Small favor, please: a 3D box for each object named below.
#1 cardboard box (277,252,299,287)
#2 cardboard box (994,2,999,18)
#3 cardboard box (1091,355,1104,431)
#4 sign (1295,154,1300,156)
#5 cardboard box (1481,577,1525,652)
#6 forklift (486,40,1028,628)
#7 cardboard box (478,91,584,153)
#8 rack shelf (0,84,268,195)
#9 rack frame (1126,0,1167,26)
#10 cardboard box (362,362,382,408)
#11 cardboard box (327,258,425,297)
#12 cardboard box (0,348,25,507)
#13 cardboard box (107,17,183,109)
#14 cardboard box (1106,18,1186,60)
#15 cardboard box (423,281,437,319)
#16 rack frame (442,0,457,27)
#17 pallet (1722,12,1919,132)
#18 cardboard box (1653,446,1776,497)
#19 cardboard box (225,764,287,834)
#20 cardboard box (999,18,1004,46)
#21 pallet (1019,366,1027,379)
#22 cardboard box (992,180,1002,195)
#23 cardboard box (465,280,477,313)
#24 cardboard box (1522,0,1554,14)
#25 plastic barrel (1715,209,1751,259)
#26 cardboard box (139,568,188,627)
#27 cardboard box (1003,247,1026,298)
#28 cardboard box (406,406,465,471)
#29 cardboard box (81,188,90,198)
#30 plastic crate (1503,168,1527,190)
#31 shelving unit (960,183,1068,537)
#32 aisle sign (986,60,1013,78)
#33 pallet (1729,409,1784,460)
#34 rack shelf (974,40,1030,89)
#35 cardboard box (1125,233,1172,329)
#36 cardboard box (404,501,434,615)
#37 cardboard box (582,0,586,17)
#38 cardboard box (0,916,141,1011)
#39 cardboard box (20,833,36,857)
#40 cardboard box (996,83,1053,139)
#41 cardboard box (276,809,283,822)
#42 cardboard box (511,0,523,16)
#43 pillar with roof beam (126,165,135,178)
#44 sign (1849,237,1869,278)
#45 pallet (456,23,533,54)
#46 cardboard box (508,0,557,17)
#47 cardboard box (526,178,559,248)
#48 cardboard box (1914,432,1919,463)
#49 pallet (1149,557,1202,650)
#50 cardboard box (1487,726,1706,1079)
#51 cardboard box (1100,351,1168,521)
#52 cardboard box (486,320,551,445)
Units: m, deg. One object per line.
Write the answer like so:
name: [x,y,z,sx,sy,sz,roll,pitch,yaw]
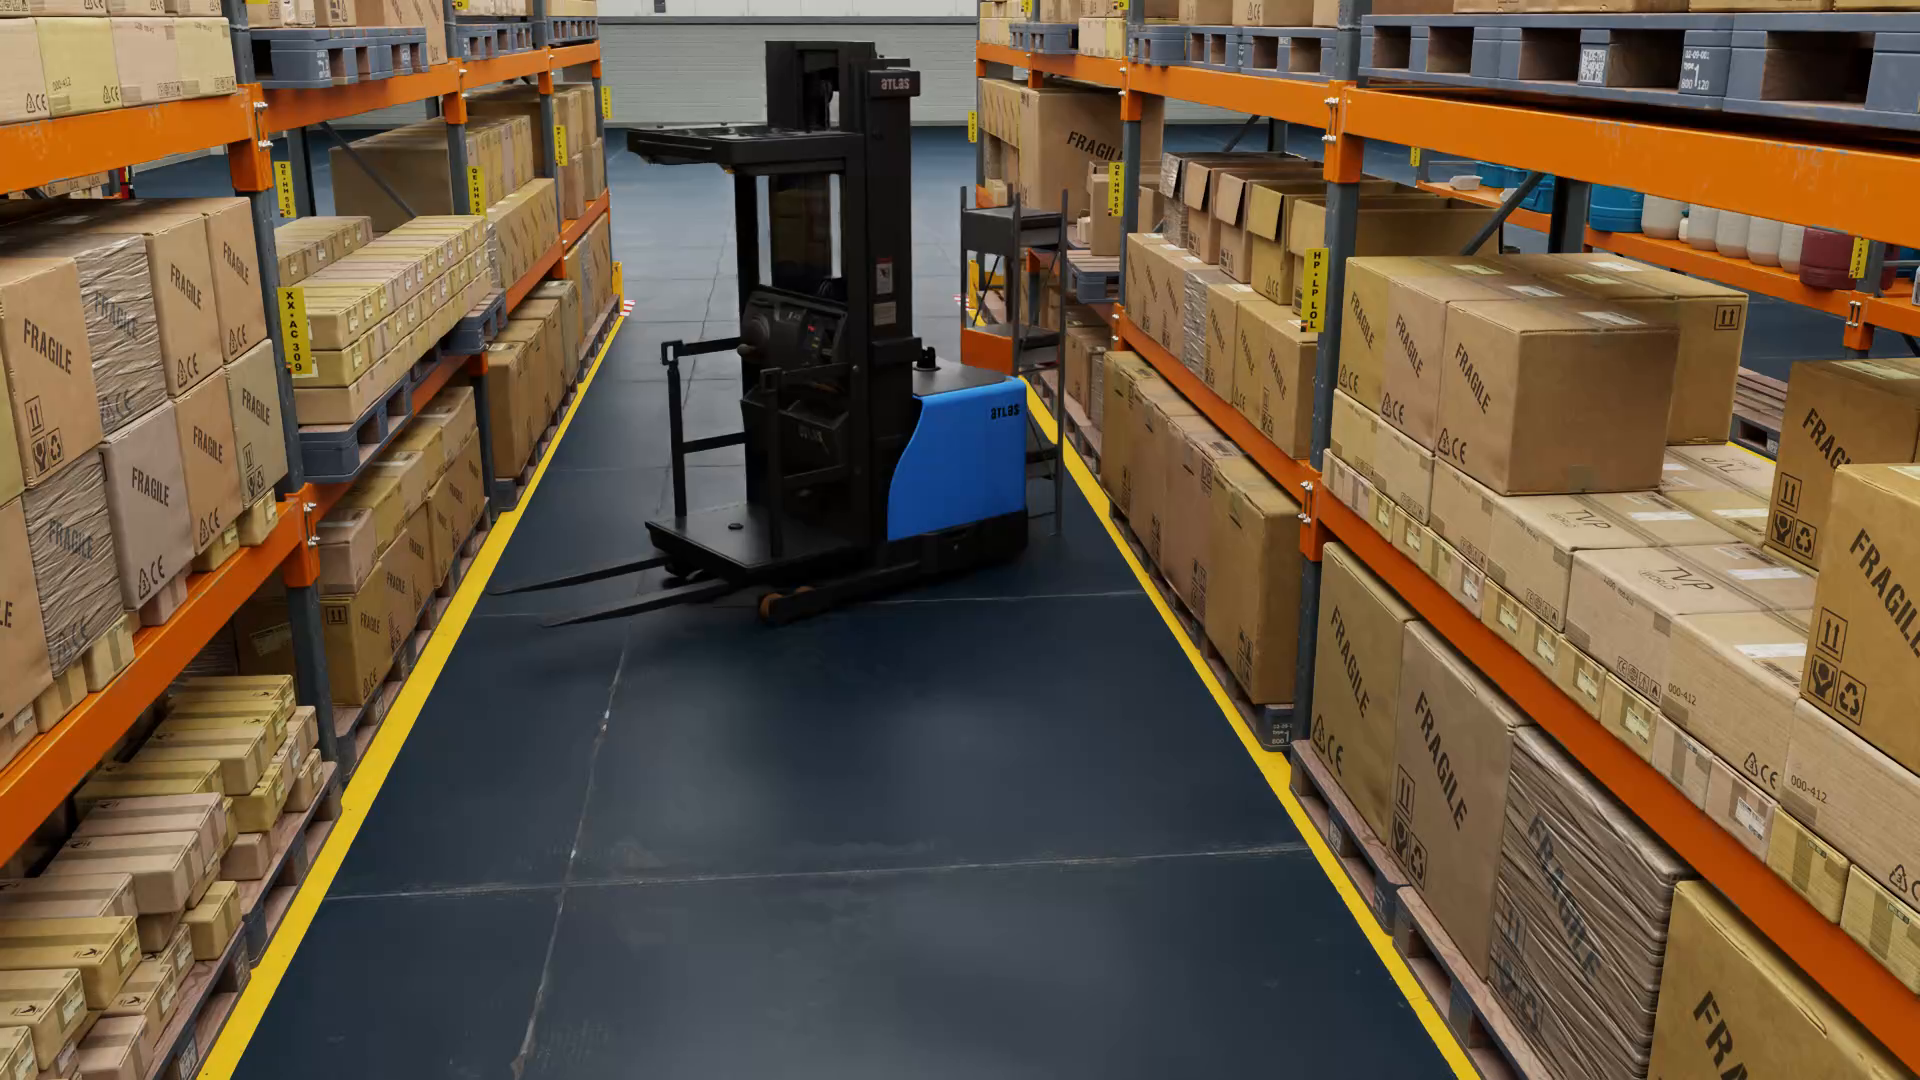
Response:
cardboard box: [-3.425,-1.296,8.022,0.380,0.149,0.250,-2,18,-6]
cardboard box: [0.535,-5.201,16.312,0.380,0.149,0.250,-2,18,-6]
cardboard box: [1.346,-1.045,11.938,0.700,0.500,0.500,-3,18,-10]
sign: [2.056,-2.235,10.354,0.100,0.325,0.005,-2,18,-6]
cardboard box: [1.779,0.210,4.919,0.380,0.149,0.250,-2,18,-7]
forklift: [-1.062,-1.128,8.875,3.031,2.935,1.130,-14,22,-37]
cardboard box: [-4.010,-3.914,15.582,0.875,0.550,0.500,-2,18,-6]
rack shelf: [-2.821,-0.841,4.042,1.077,0.370,4.000,-2,18,-6]
rack frame: [1.505,-4.526,9.572,1.000,3.000,0.127,-2,18,-6]
cardboard box: [-2.644,-0.644,6.938,0.380,0.149,0.250,-2,17,-5]
cardboard box: [-2.744,-1.230,7.814,0.380,0.149,0.250,-1,17,-4]
cardboard box: [-2.486,-0.272,3.703,0.500,0.500,0.500,-2,18,-7]
cardboard box: [-2.668,-1.422,4.941,0.500,0.250,0.500,-2,18,-6]
cardboard box: [1.212,-3.158,10.470,0.500,0.250,0.500,-2,18,-6]
cardboard box: [-2.773,-1.169,8.115,0.380,0.149,0.250,-2,18,-7]
rack frame: [-3.439,-4.403,9.179,1.000,3.000,0.127,-2,18,-6]
pallet: [2.243,-0.890,3.145,1.003,0.211,1.213,-2,18,-6]
cardboard box: [2.332,-0.113,5.284,0.500,0.250,0.500,-1,17,-5]
cardboard box: [-2.593,0.912,5.826,0.380,0.149,0.250,-2,18,-8]
cardboard box: [0.637,-4.800,15.700,0.500,0.250,0.500,-1,17,-4]
pallet: [0.988,-1.725,15.318,1.003,0.211,1.213,-2,18,-6]
cardboard box: [0.536,-3.612,17.093,0.380,0.149,0.250,-2,18,-6]
cardboard box: [-2.880,-1.338,9.150,0.380,0.149,0.250,-1,17,-5]
cardboard box: [2.109,-1.808,4.884,0.700,0.500,0.500,-1,17,-3]
plastic barrel: [6.019,-2.434,12.697,0.433,0.535,0.433,0,17,0]
cardboard box: [-2.602,0.161,5.076,0.380,0.149,0.250,-3,18,-8]
cardboard box: [0.727,-2.869,17.779,0.500,0.500,0.500,1,17,5]
cardboard box: [-3.045,-0.561,9.176,0.500,0.250,0.500,-2,17,-5]
cardboard box: [-8.785,-3.368,16.316,0.380,0.149,0.250,-2,18,-7]
plastic crate: [6.017,-3.796,17.509,0.499,0.251,0.408,-2,18,-6]
shelving unit: [0.315,-1.060,10.048,0.431,2.100,0.503,-14,22,-37]
aisle sign: [0.375,-5.297,17.702,0.394,0.787,0.004,-2,18,-6]
pallet: [6.390,-0.719,12.114,1.003,0.211,1.213,-2,18,-6]
rack shelf: [0.886,-4.540,15.823,1.077,0.370,4.000,-2,18,-6]
cardboard box: [1.284,-1.559,9.967,0.500,0.500,0.500,-1,17,-4]
cardboard box: [-2.963,0.101,8.319,0.500,0.500,0.500,-1,17,-5]
cardboard box: [-3.788,-5.092,15.932,0.380,0.149,0.250,-2,18,-6]
cardboard box: [-2.486,1.160,4.539,0.380,0.149,0.250,-2,17,-5]
cardboard box: [-3.158,0.949,5.212,0.380,0.149,0.250,-1,17,-4]
cardboard box: [0.620,-4.095,15.881,0.500,0.500,0.500,-2,18,-6]
cardboard box: [-2.704,0.997,6.053,0.380,0.149,0.250,-1,17,-4]
cardboard box: [-3.506,-3.979,12.219,0.500,0.250,0.500,-2,18,-6]
pillar with roof beam: [-12.514,-11.710,32.452,9.100,9.000,0.400,-2,18,-6]
sign: [5.885,-1.876,10.872,0.100,0.325,0.005,-2,18,-6]
pallet: [-3.708,-3.801,12.588,0.805,0.209,1.217,-2,18,-8]
cardboard box: [-3.551,-4.411,13.763,0.380,0.149,0.250,-2,18,-7]
cardboard box: [-3.532,-2.633,13.390,0.500,0.500,0.500,-2,18,-6]
cardboard box: [2.497,-0.009,3.700,0.500,0.500,0.500,-2,18,-7]
pallet: [1.634,0.266,8.977,1.003,0.211,1.213,-2,18,-6]
cardboard box: [2.090,1.073,4.597,0.875,0.875,0.875,-2,18,-6]
cardboard box: [1.555,-0.645,10.069,1.225,0.875,0.875,-3,18,-8]
cardboard box: [-3.506,-1.113,11.768,1.050,0.750,0.750,-2,17,-5]
